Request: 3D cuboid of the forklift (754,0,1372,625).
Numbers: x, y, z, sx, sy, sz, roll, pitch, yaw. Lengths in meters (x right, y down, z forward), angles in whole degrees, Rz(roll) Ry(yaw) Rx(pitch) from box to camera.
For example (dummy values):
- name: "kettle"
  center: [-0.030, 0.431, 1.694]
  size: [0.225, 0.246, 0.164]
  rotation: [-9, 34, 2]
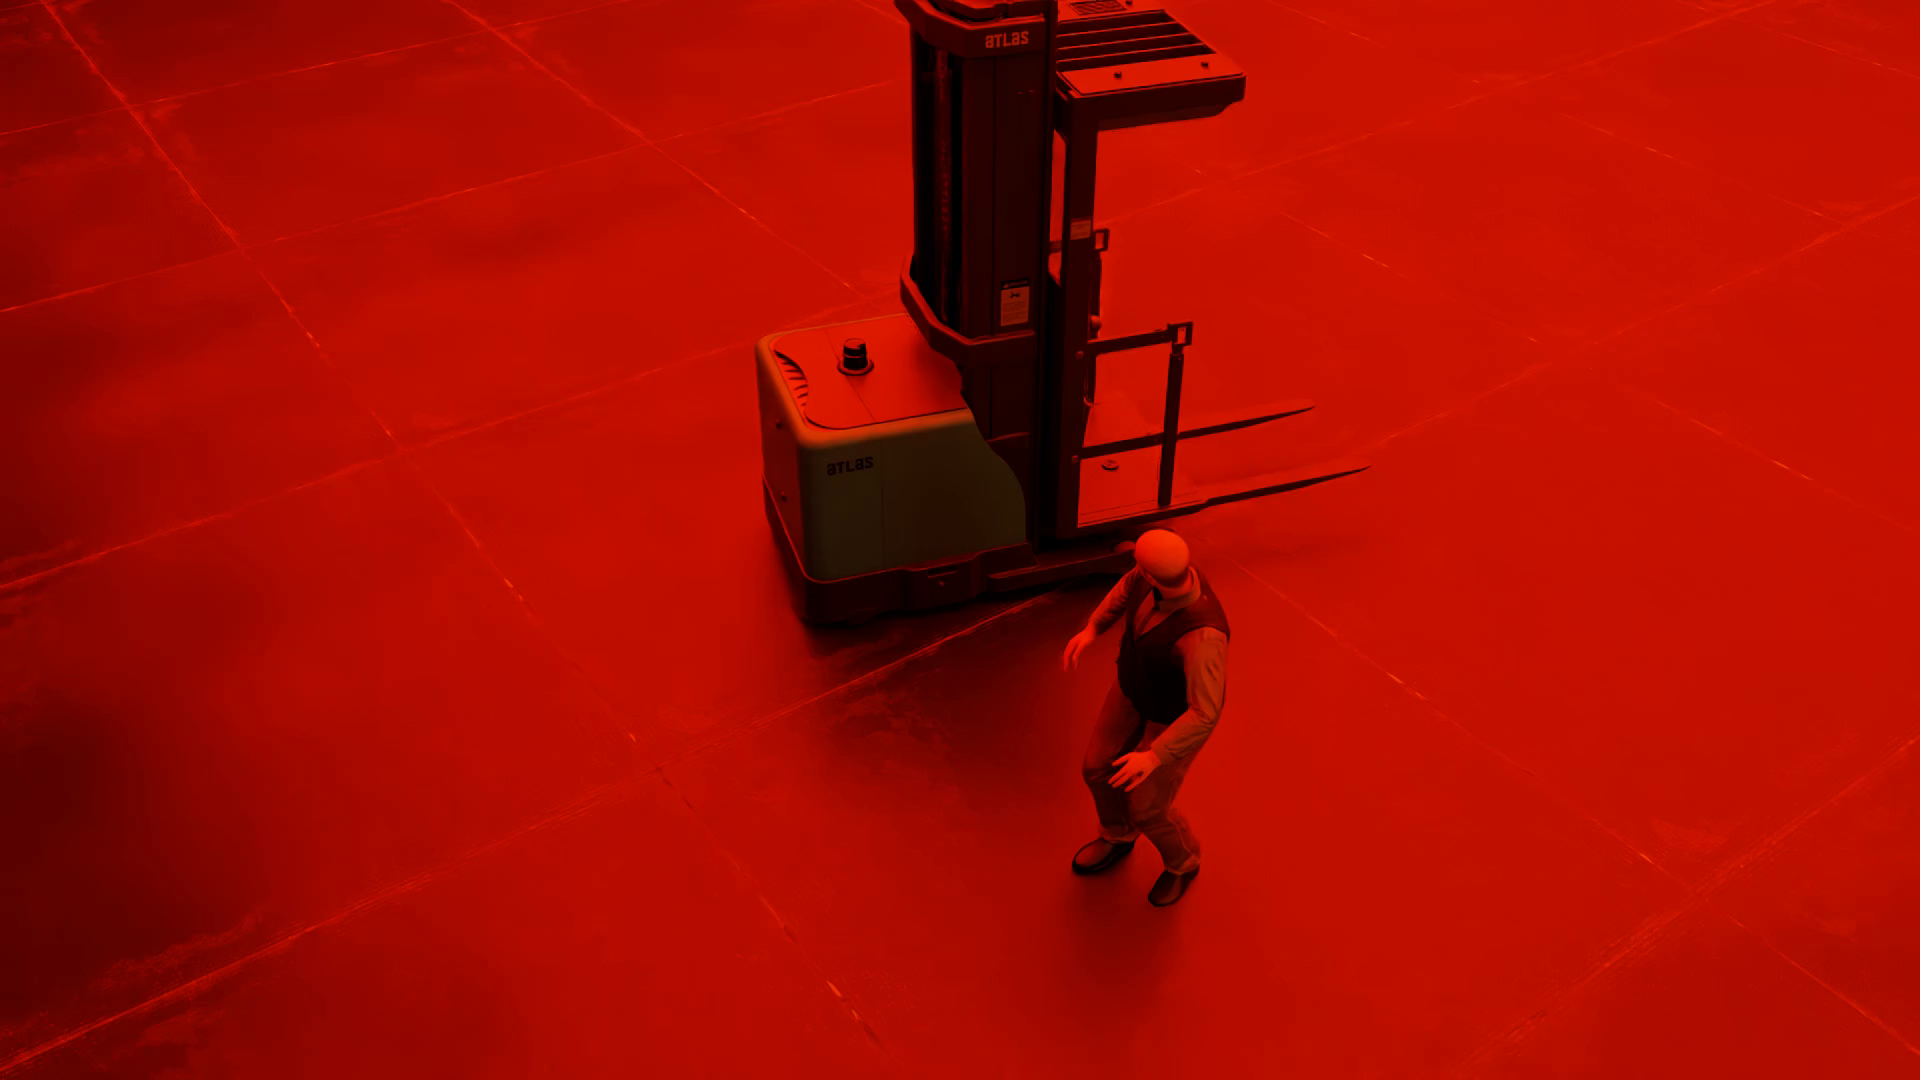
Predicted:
- name: "forklift"
  center: [0.579, -1.293, 7.693]
  size: [3.031, 2.935, 1.130]
  rotation: [-11, 38, -15]

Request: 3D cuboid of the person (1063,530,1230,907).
- name: "person"
  center: [0.683, 0.657, 6.163]
  size: [0.635, 1.682, 0.762]
  rotation: [-18, 40, -23]
